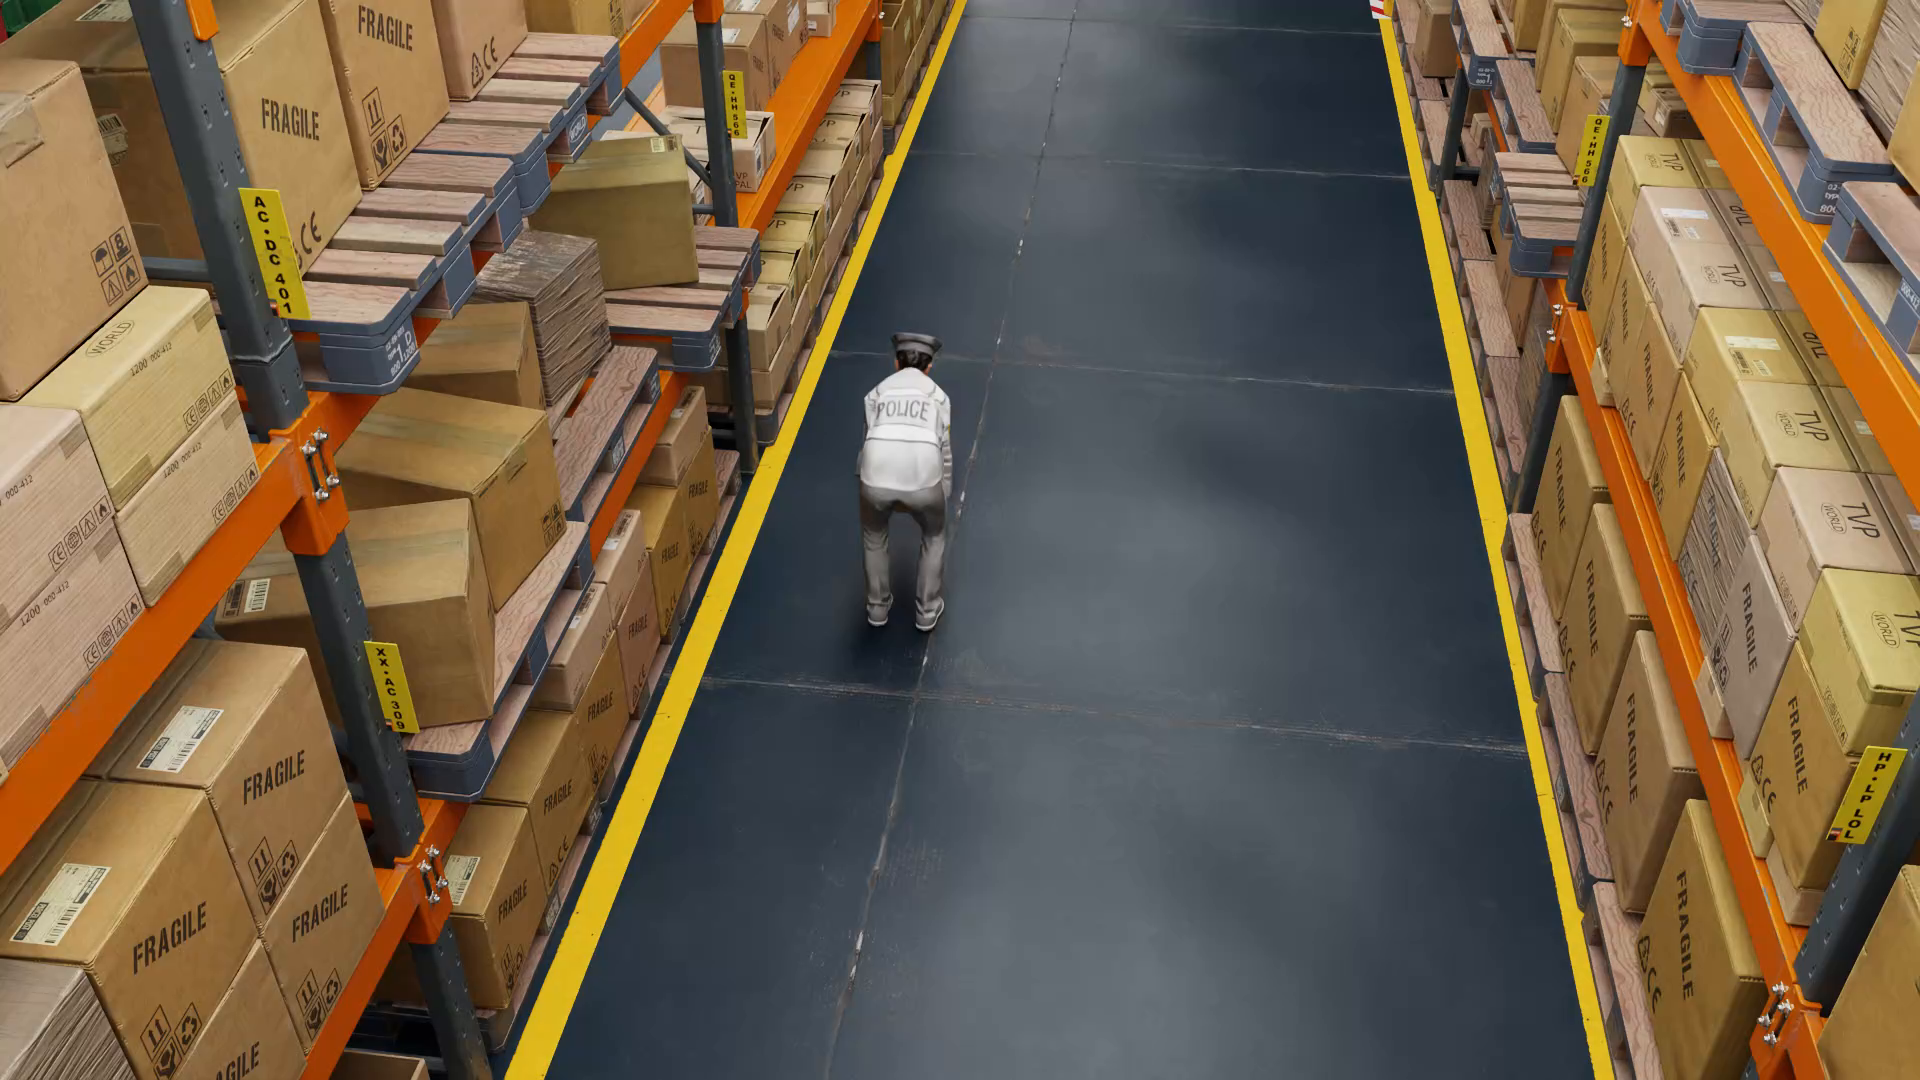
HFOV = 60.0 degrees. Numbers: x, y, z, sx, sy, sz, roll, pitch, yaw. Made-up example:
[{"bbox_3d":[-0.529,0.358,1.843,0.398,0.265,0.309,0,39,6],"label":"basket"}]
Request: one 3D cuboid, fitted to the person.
[{"bbox_3d":[-0.240,-0.282,7.773,0.404,1.248,0.906,3,36,5],"label":"person"}]
